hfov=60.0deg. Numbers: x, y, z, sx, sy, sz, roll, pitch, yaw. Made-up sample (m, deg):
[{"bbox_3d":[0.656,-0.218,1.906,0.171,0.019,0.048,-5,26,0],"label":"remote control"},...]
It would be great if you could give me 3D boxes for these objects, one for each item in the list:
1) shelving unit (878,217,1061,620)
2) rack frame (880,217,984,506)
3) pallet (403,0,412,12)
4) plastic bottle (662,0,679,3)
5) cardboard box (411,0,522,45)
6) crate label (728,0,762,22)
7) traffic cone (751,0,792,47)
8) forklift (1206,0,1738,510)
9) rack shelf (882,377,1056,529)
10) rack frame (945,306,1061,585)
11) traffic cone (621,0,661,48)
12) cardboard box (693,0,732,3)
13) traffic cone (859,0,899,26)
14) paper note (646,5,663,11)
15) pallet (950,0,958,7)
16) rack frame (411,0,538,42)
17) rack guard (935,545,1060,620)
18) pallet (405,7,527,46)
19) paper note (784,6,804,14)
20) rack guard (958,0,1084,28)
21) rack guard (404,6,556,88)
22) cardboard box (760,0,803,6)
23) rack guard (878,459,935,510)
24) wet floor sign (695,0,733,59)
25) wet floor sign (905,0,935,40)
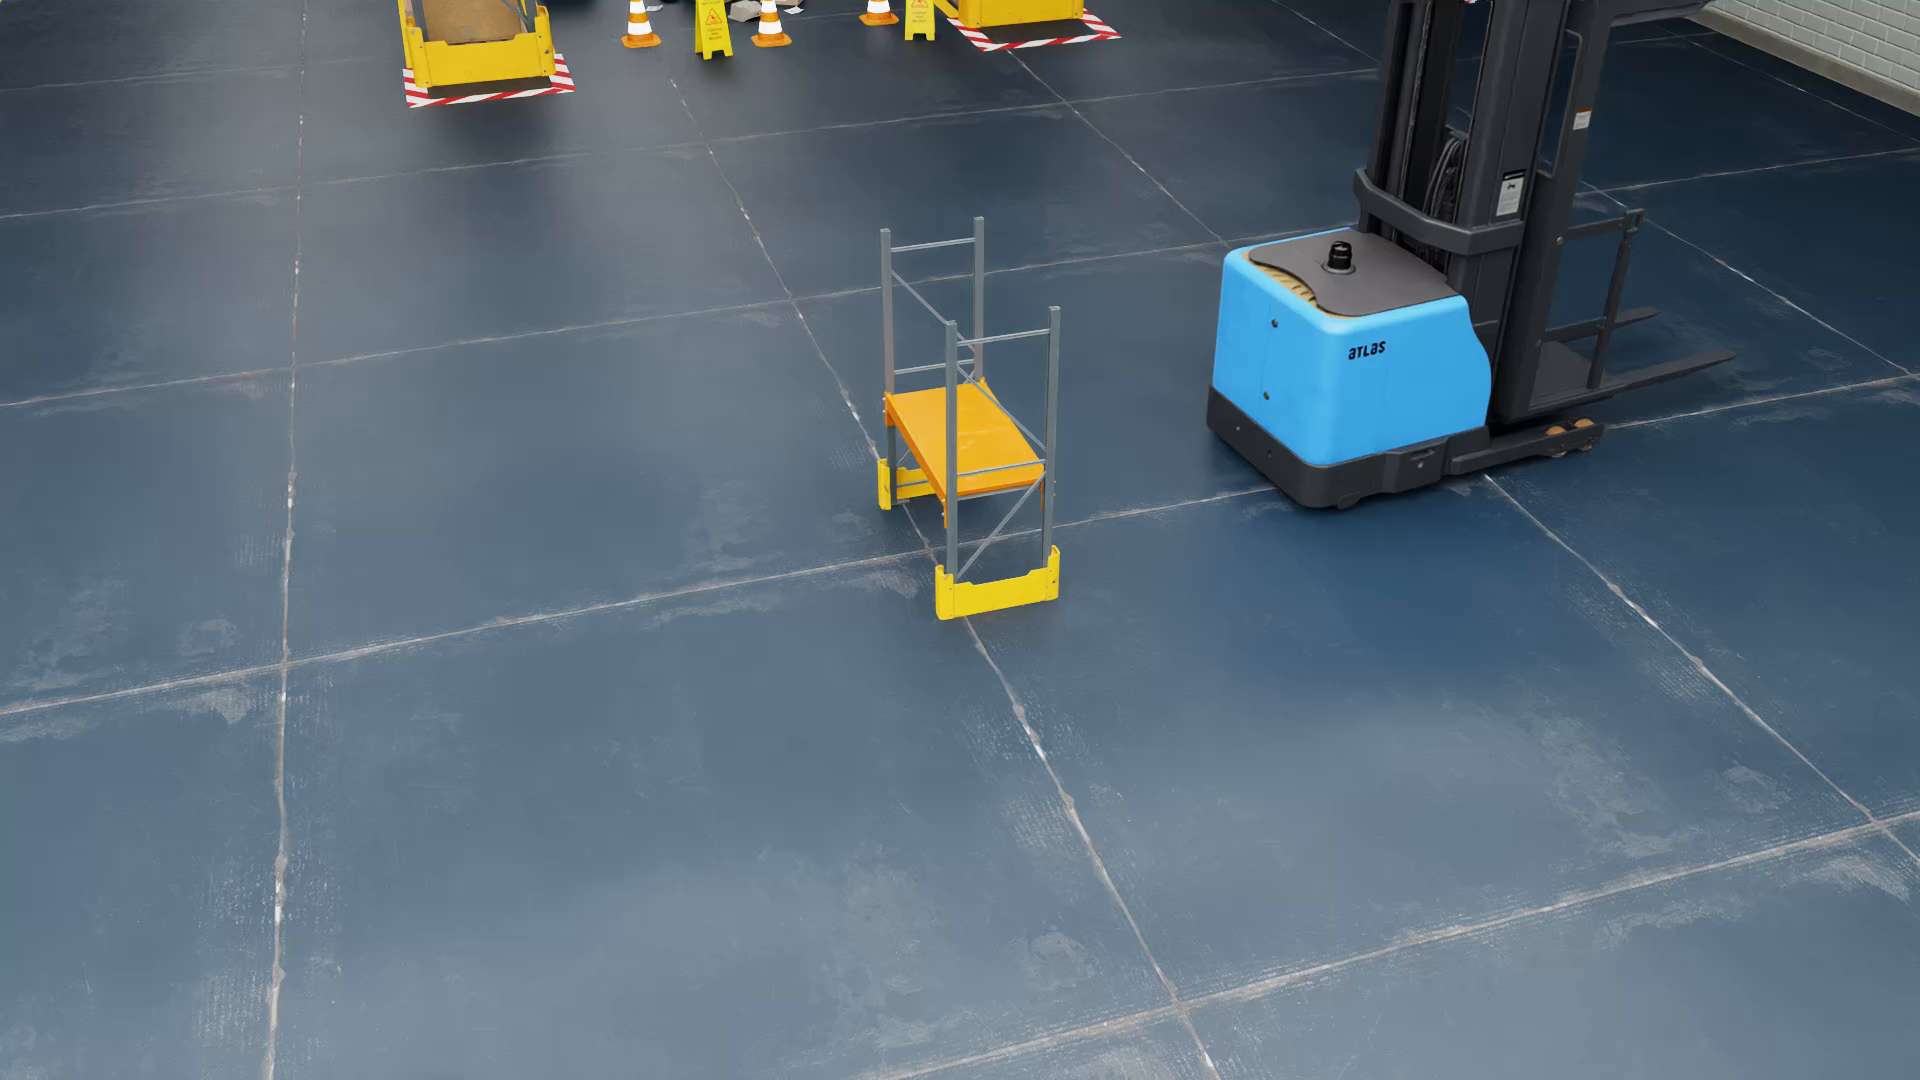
[{"bbox_3d":[0.023,-0.586,7.776,0.587,1.500,1.083,-10,35,-15],"label":"shelving unit"},{"bbox_3d":[-0.129,-0.848,8.173,0.500,1.500,0.032,-10,35,-15],"label":"rack frame"},{"bbox_3d":[-4.771,-5.141,15.838,1.003,0.211,1.213,-10,35,-15],"label":"pallet"},{"bbox_3d":[-2.871,-5.308,16.227,0.133,0.061,0.283,-23,40,-31],"label":"plastic bottle"},{"bbox_3d":[-4.354,-4.892,14.478,0.875,0.875,0.875,-10,35,-14],"label":"cardboard box"},{"bbox_3d":[-2.013,-4.995,15.685,0.298,0.136,0.250,27,42,34],"label":"crate label"},{"bbox_3d":[-1.714,-4.729,14.986,0.336,0.463,0.334,-10,35,-15],"label":"traffic cone"},{"bbox_3d":[2.905,-1.913,8.487,3.031,2.935,1.130,-14,36,-20],"label":"forklift"},{"bbox_3d":[0.026,-0.431,7.868,0.538,0.185,1.000,-10,35,-15],"label":"rack shelf"},{"bbox_3d":[0.181,-0.314,7.365,0.500,1.500,0.032,-10,35,-15],"label":"rack frame"},{"bbox_3d":[-2.894,-4.717,14.969,0.336,0.463,0.334,-10,35,-15],"label":"traffic cone"},{"bbox_3d":[-2.348,-5.598,16.266,0.637,0.503,0.797,19,38,26],"label":"cardboard box"},{"bbox_3d":[-0.761,-5.094,15.539,0.336,0.463,0.334,-10,35,-15],"label":"traffic cone"},{"bbox_3d":[-2.933,-5.105,15.950,0.144,0.017,0.142,1,33,2],"label":"paper note"},{"bbox_3d":[0.361,-5.452,16.310,1.003,0.211,1.213,-10,35,-15],"label":"pallet"},{"bbox_3d":[-4.085,-5.258,13.486,1.000,3.000,0.127,-10,35,-15],"label":"rack frame"},{"bbox_3d":[0.175,0.197,7.725,0.587,0.250,0.087,-10,35,-15],"label":"rack guard"},{"bbox_3d":[-4.403,-4.501,14.870,1.003,0.211,1.213,-10,35,-15],"label":"pallet"},{"bbox_3d":[-1.585,-5.066,15.889,0.148,0.019,0.142,-23,40,-31],"label":"paper note"},{"bbox_3d":[0.576,-5.140,15.576,1.175,0.500,0.348,-10,35,-15],"label":"rack guard"},{"bbox_3d":[-4.077,-4.202,14.156,1.175,0.500,0.348,-10,35,-15],"label":"rack guard"},{"bbox_3d":[-1.725,-5.302,16.139,0.380,0.149,0.250,7,34,10],"label":"cardboard box"},{"bbox_3d":[-0.129,-0.326,8.516,0.587,0.250,0.087,-10,35,-15],"label":"rack guard"},{"bbox_3d":[-2.190,-4.593,14.616,0.267,0.644,0.232,-16,37,-23],"label":"wet floor sign"},{"bbox_3d":[-0.362,-4.881,15.052,0.267,0.644,0.232,1,33,2],"label":"wet floor sign"}]
